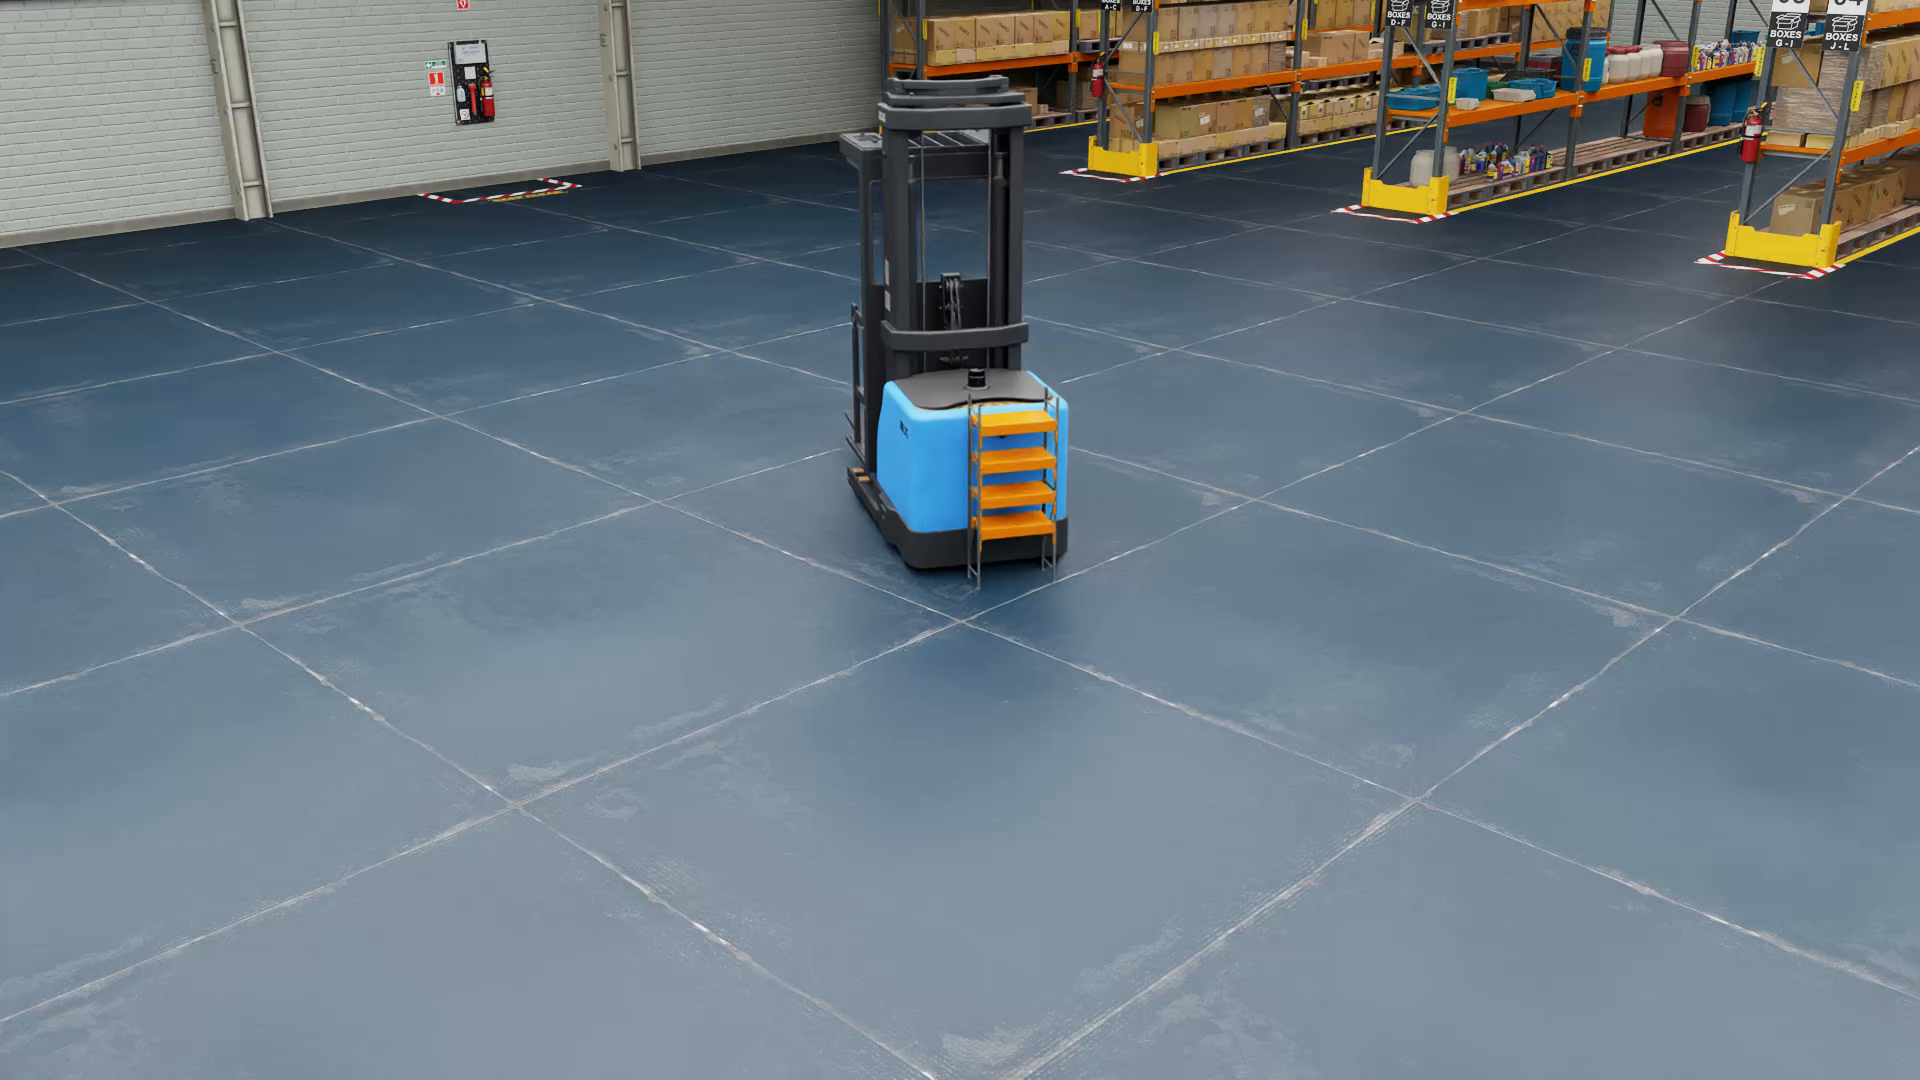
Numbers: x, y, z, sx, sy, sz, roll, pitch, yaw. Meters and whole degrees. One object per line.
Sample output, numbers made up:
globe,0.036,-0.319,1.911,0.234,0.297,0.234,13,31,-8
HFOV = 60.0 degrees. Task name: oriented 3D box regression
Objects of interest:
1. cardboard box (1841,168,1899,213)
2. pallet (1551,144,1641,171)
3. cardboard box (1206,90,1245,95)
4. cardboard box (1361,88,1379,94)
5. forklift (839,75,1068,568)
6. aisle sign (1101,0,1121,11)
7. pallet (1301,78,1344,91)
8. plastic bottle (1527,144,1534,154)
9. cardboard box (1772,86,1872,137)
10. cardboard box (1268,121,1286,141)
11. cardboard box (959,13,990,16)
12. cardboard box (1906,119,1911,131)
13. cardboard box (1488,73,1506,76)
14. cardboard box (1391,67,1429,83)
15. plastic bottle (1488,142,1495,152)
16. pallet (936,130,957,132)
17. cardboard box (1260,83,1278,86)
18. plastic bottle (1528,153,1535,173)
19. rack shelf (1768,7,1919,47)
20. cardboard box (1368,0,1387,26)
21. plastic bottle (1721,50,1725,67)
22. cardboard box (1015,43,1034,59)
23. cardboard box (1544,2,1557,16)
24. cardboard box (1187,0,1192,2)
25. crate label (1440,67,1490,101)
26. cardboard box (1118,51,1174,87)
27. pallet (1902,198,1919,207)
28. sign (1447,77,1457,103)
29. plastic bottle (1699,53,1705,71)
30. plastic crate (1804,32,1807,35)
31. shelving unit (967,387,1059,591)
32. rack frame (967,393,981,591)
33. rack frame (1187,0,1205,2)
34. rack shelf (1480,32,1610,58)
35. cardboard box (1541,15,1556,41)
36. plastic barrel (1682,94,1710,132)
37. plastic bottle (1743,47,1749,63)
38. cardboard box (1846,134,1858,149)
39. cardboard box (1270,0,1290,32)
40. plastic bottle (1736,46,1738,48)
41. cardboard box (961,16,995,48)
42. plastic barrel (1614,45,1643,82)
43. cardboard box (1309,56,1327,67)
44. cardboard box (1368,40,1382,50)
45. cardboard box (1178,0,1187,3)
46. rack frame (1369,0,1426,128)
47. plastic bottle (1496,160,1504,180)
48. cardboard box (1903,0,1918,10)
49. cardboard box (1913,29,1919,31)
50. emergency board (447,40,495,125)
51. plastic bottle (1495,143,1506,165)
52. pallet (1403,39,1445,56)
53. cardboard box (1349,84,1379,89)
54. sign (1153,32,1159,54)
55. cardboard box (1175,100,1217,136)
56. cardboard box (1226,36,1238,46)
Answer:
cardboard box,11.745,-4.525,21.566,0.500,0.500,0.500,-11,23,-25
pallet,10.269,-6.203,26.918,1.003,0.211,1.213,19,28,41
cardboard box,4.460,-7.309,28.113,0.500,0.500,0.500,19,28,41
cardboard box,7.595,-8.089,30.405,0.500,0.311,0.500,19,28,40
forklift,-0.185,-1.687,11.377,1.130,2.935,3.031,-6,22,-14
aisle sign,2.305,-8.460,25.281,0.394,0.787,0.004,19,28,41
pallet,7.967,-10.388,37.806,1.003,0.211,1.213,19,28,41
plastic bottle,8.552,-5.745,24.919,0.144,0.351,0.185,19,28,41
cardboard box,10.059,-5.030,19.425,0.875,0.500,0.500,19,28,41
cardboard box,5.184,-6.957,28.241,0.500,0.250,0.500,19,28,41
cardboard box,0.253,-9.283,30.181,0.500,0.500,0.500,-20,29,-41
cardboard box,11.600,-5.183,20.728,0.380,0.149,0.250,19,28,41
cardboard box,10.793,-9.115,33.478,0.500,0.500,0.500,19,28,40
cardboard box,8.662,-8.950,32.004,0.500,0.250,0.500,-19,28,-40
plastic bottle,8.037,-5.843,25.174,0.185,0.351,0.144,-19,28,-41
pallet,-0.346,-7.347,29.894,1.003,0.211,1.213,19,28,41
cardboard box,6.402,-10.277,36.043,0.750,0.750,0.750,-19,28,-40
plastic bottle,8.437,-5.576,24.573,0.133,0.283,0.061,-18,27,-39
rack shelf,11.051,-6.288,20.075,1.077,0.370,4.000,19,28,41
cardboard box,9.323,-12.358,38.628,0.980,0.700,0.700,19,28,40
plastic bottle,13.128,-8.296,28.656,0.097,0.271,0.097,0,21,0
cardboard box,0.993,-8.940,30.333,0.500,0.250,0.500,19,28,40
cardboard box,11.822,-10.971,33.905,0.500,0.500,0.500,18,28,39
cardboard box,4.721,-11.212,34.436,0.500,0.250,0.500,-19,28,-41
crate label,7.197,-6.507,23.773,0.502,0.435,0.616,19,28,41
cardboard box,2.896,-7.353,25.886,0.700,0.500,0.500,19,28,41
pallet,12.988,-4.637,22.844,1.003,0.211,1.213,19,28,41
sign,6.498,-5.940,21.961,0.100,0.325,0.005,19,28,41
plastic bottle,12.484,-8.055,28.012,0.061,0.283,0.133,19,28,41
plastic crate,16.402,-9.862,32.701,0.416,0.233,0.300,19,28,41
shelving unit,0.321,-0.311,10.211,0.503,1.200,0.258,-6,22,-15
rack frame,0.086,-0.287,10.150,0.015,1.200,0.240,-6,22,-15
rack frame,4.590,-10.485,34.173,1.000,3.000,0.127,19,28,41
rack shelf,12.327,-10.453,35.092,1.077,0.370,4.000,19,28,41
cardboard box,11.838,-10.517,34.115,0.500,0.500,0.500,-20,28,-41
plastic barrel,12.805,-7.496,29.173,0.600,0.588,0.708,19,28,41
plastic bottle,13.829,-8.570,29.364,0.152,0.276,0.135,19,28,41
cardboard box,10.214,-4.665,19.382,0.380,0.149,0.250,19,28,41
cardboard box,5.046,-8.755,27.723,0.700,0.500,0.500,19,28,41
plastic bottle,13.726,-8.595,29.434,0.097,0.271,0.097,0,21,0
cardboard box,0.274,-9.021,29.501,0.500,0.500,0.500,18,27,39
plastic barrel,10.536,-7.532,26.300,0.433,0.535,0.433,0,21,0
cardboard box,6.116,-8.278,28.780,0.380,0.149,0.250,19,28,41
cardboard box,7.379,-9.023,30.494,0.500,0.311,0.500,19,28,40
cardboard box,4.371,-10.944,33.710,0.380,0.149,0.250,15,26,34
rack frame,8.142,-9.246,30.950,1.000,3.000,0.127,19,28,41
plastic bottle,7.766,-5.328,23.930,0.133,0.283,0.061,-20,28,-41
cardboard box,10.881,-6.359,19.467,0.500,0.250,0.500,19,28,40
cardboard box,12.330,-6.206,21.091,0.500,0.500,0.500,19,28,41
emergency board,-7.059,-6.657,24.214,0.194,1.169,0.643,19,28,41
plastic bottle,8.141,-5.807,25.080,0.144,0.351,0.185,19,28,41
pallet,8.564,-9.349,31.484,1.213,0.211,1.003,19,28,41
cardboard box,7.566,-8.360,31.109,0.500,0.311,0.500,-19,28,-40
sign,2.954,-7.491,25.065,0.100,0.325,0.005,19,28,41
cardboard box,3.781,-6.795,26.776,0.500,0.500,0.500,19,28,41
cardboard box,4.245,-8.049,26.792,0.250,0.149,0.380,-19,28,-40
